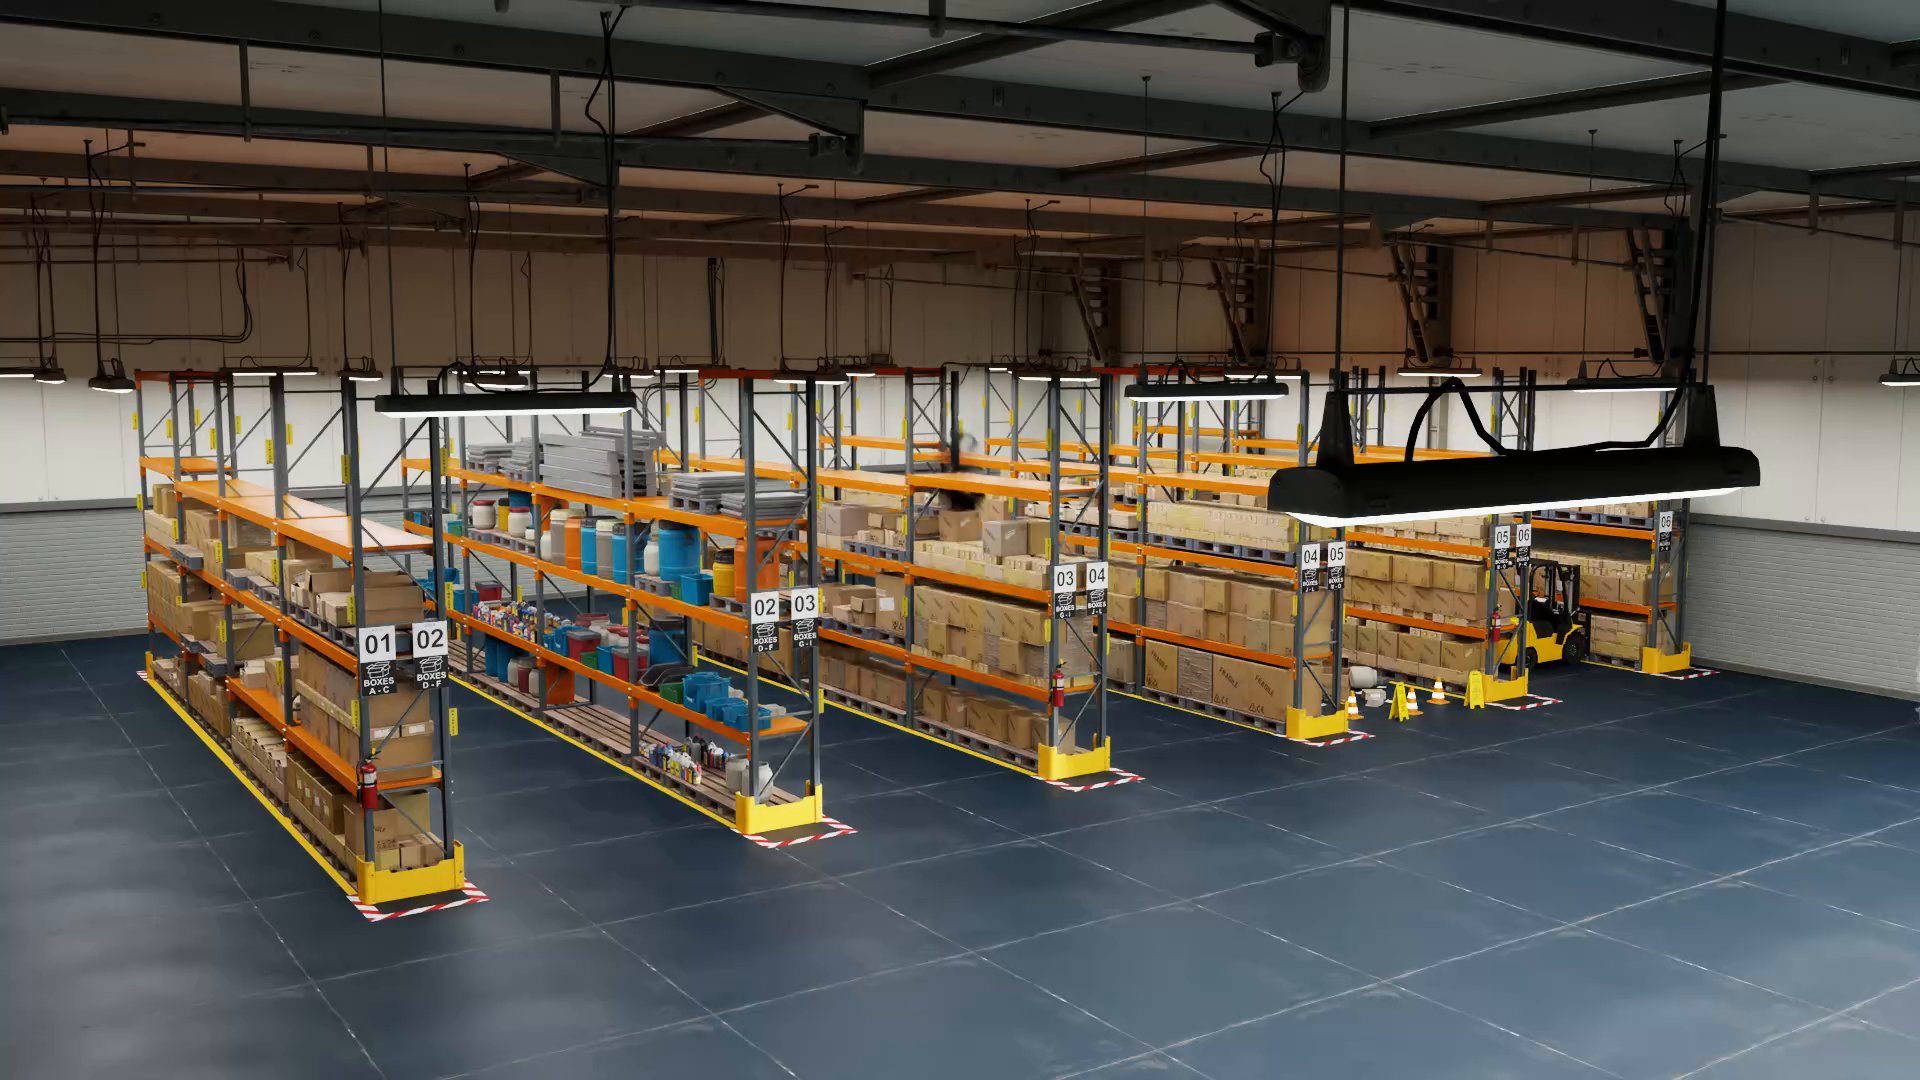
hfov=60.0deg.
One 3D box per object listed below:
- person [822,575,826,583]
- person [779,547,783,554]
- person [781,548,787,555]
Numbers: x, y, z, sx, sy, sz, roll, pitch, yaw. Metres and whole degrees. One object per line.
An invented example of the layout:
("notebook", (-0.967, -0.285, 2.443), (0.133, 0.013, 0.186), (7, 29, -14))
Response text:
("person", (-2.902, 1.553, 34.993), (0.579, 1.669, 0.612), (-5, 8, -36))
("person", (-4.415, 0.939, 40.132), (0.710, 1.762, 0.889), (2, 7, 14))
("person", (-4.538, 0.896, 41.202), (0.757, 1.610, 0.733), (-5, 8, -39))
